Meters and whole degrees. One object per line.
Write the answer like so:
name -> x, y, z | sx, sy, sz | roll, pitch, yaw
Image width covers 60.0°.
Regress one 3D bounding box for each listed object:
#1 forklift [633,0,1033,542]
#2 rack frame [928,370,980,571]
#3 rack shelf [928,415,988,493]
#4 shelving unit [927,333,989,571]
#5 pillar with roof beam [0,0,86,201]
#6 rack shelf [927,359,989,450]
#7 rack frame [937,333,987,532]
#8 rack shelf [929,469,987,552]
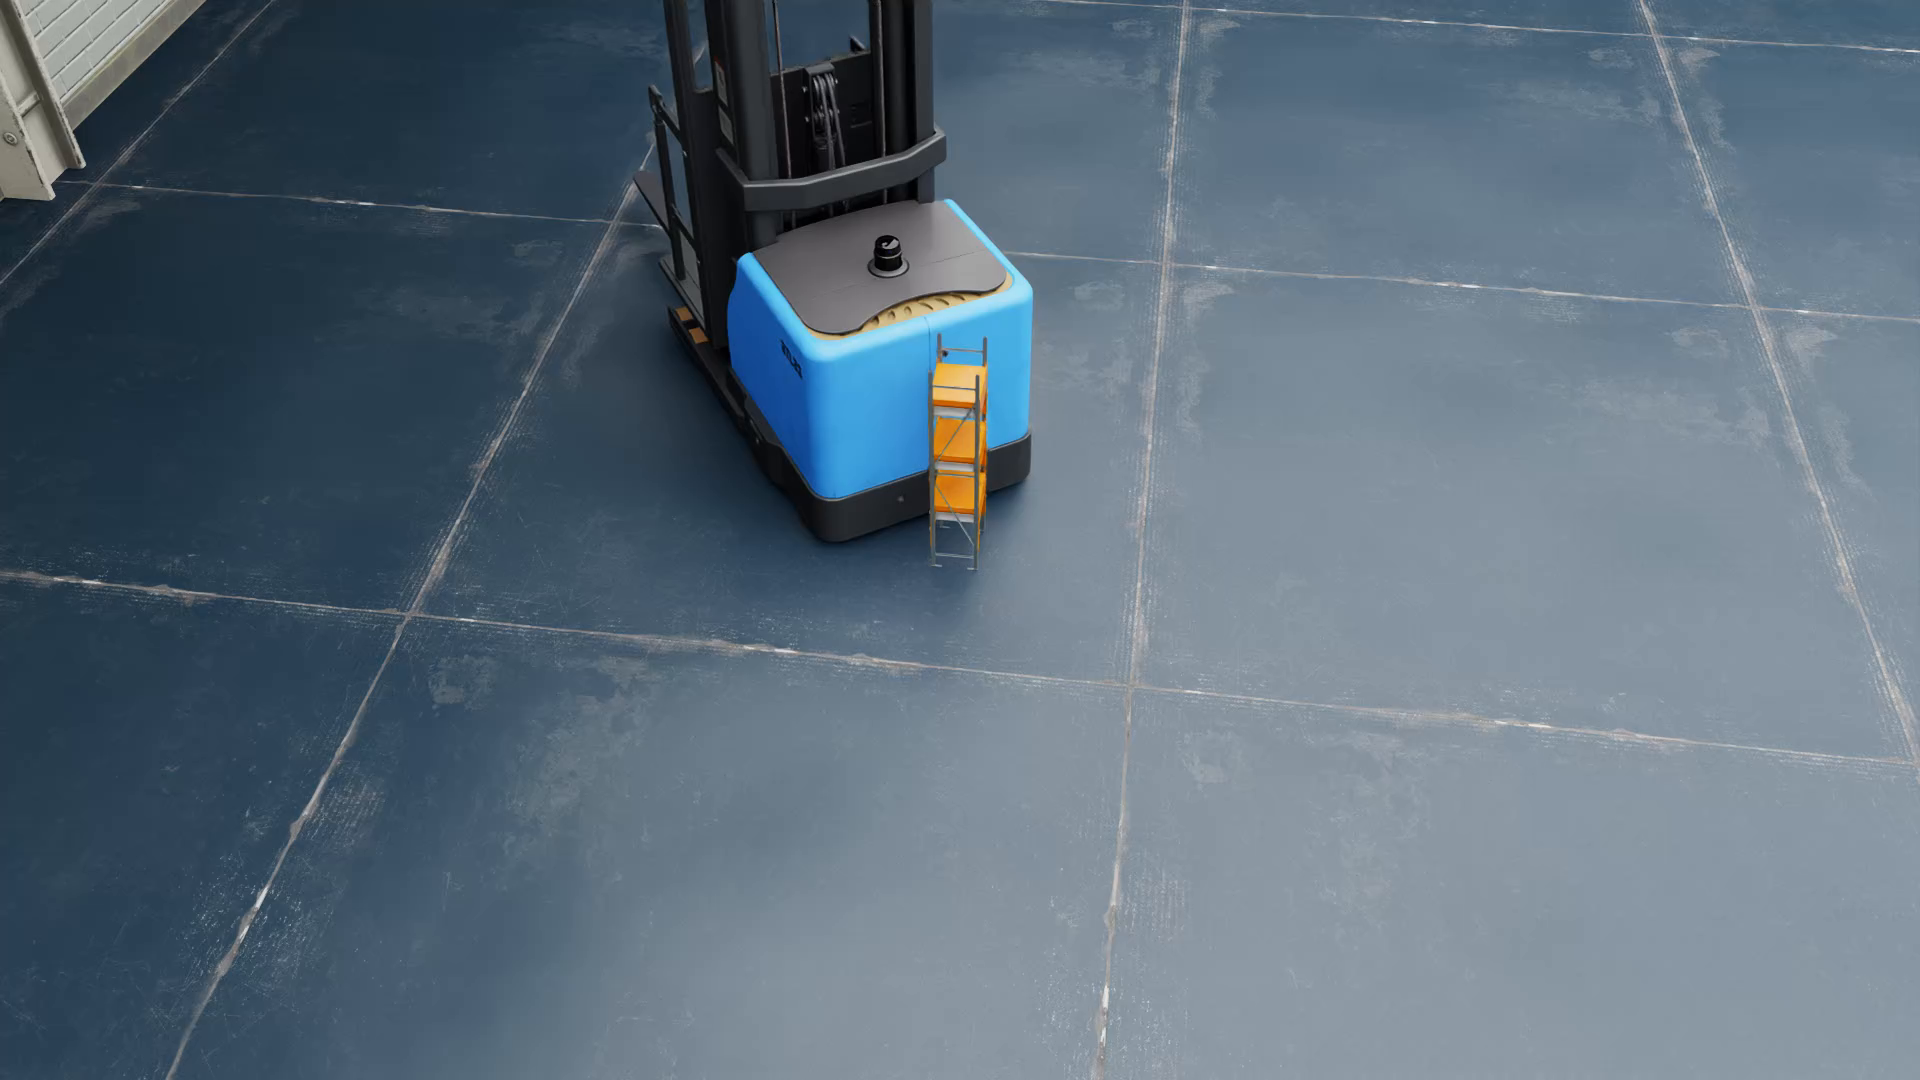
forklift -> -0.795, -2.069, 7.304 | 1.130, 2.935, 3.031 | -19, 47, -19
rack frame -> -0.023, -0.262, 6.763 | 0.200, 1.050, 0.008 | 5, 44, 6
rack shelf -> -0.007, -0.337, 6.858 | 0.215, 0.259, 0.240 | 5, 44, 6
shelving unit -> -0.007, -0.345, 6.851 | 0.215, 1.050, 0.252 | 5, 44, 6
pillar with roof beam -> -0.914, -4.912, 5.892 | 9.100, 9.000, 0.400 | 5, 44, 6
rack shelf -> -0.007, -0.543, 6.663 | 0.215, 0.259, 0.240 | 5, 44, 6
rack frame -> 0.009, -0.428, 6.938 | 0.200, 1.050, 0.008 | 5, 44, 6
rack shelf -> -0.007, -0.135, 7.049 | 0.215, 0.259, 0.240 | 5, 44, 6
